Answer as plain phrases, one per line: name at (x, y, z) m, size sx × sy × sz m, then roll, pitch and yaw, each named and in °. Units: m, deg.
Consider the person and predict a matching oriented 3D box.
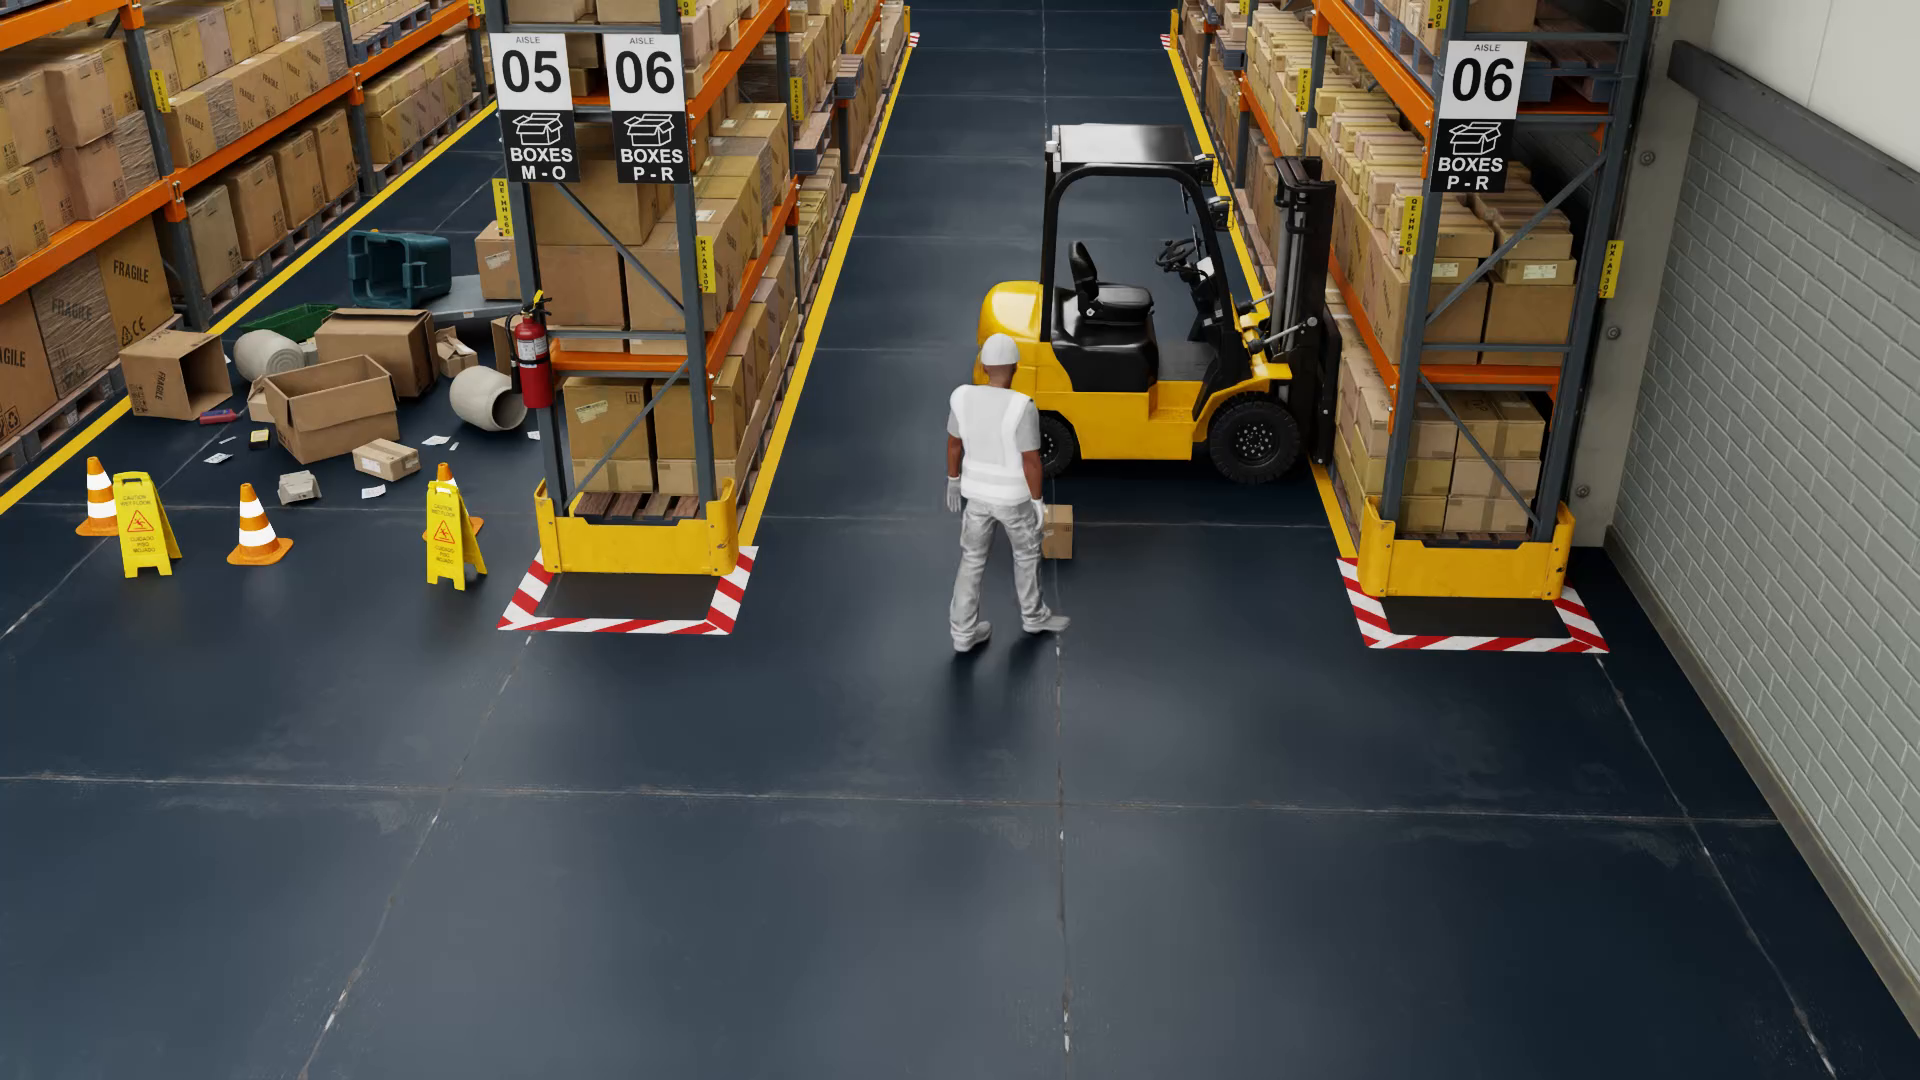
person at (0.211, -0.248, 9.086) m, size 0.638 × 1.797 × 0.670 m, roll 15°, pitch 31°, yaw 27°
